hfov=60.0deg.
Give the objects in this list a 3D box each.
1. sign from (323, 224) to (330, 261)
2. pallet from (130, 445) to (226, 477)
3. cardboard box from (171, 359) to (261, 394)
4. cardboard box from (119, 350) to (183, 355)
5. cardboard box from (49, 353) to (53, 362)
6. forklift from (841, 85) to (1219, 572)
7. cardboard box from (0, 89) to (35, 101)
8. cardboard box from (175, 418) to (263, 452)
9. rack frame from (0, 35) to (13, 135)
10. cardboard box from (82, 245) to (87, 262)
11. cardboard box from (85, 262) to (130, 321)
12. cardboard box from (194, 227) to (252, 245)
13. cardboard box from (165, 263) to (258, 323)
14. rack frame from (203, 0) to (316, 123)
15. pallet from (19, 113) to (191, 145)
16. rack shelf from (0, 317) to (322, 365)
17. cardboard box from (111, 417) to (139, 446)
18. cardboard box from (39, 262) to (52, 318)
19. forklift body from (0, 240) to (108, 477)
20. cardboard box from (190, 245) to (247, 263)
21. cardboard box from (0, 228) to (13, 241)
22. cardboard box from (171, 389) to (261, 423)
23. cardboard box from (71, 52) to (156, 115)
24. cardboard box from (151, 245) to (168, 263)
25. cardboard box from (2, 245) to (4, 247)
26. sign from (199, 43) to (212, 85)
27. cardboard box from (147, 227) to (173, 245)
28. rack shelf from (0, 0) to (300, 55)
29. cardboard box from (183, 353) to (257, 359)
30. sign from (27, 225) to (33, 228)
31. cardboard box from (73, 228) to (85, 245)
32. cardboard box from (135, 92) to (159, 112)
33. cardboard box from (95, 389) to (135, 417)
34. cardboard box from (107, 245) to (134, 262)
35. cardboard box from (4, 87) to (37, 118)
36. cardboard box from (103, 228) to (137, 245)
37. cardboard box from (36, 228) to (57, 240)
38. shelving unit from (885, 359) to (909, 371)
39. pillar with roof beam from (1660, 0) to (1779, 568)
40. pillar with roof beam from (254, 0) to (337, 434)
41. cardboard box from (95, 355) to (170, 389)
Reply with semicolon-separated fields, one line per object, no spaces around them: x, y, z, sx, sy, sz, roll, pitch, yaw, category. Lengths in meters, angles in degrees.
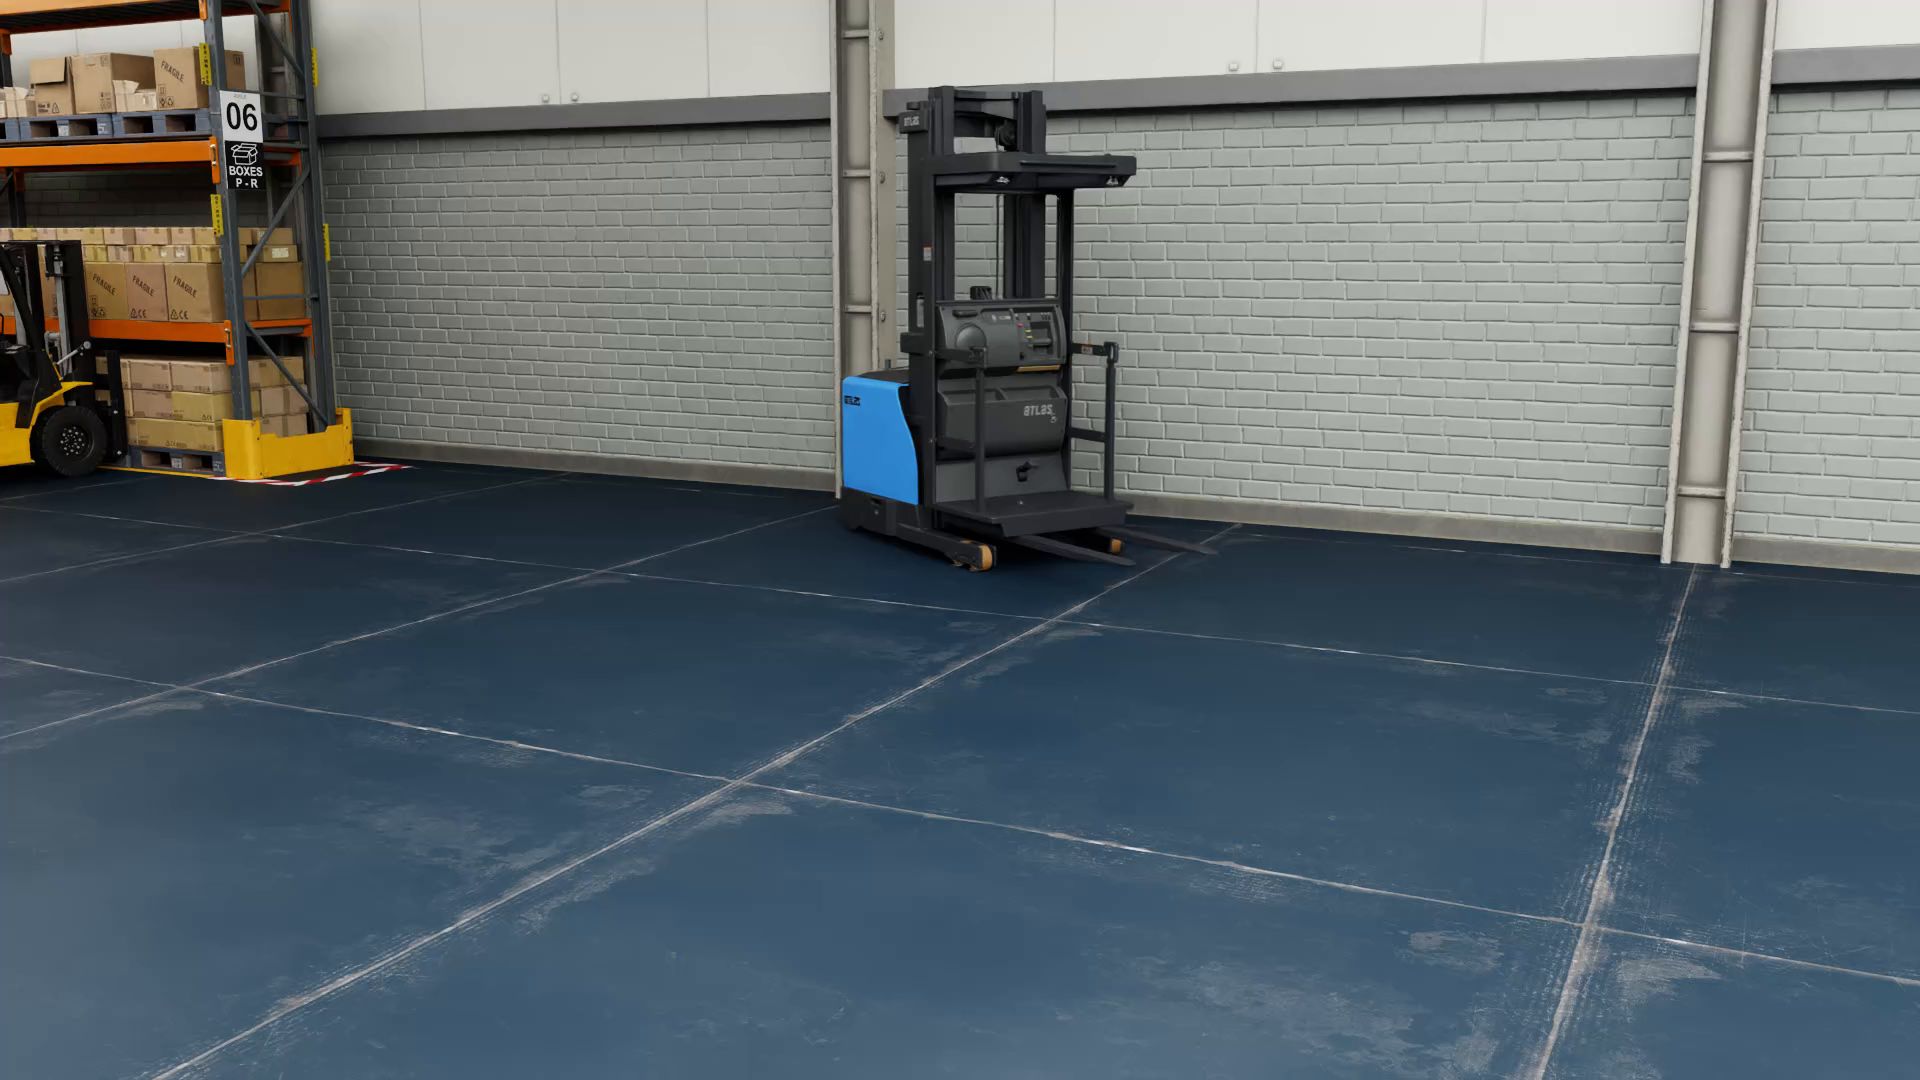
-5.639;-2.643;14.757;0.005;0.325;0.100;5;11;26;sign
-6.594;-0.771;14.898;1.213;0.211;1.003;5;11;26;pallet
-6.441;-1.422;14.397;0.500;0.250;0.500;5;12;28;cardboard box
-7.587;-1.625;15.519;0.500;0.250;0.500;5;11;25;cardboard box
-8.277;-1.583;15.288;0.500;0.250;0.500;5;12;28;cardboard box
0.393;-1.343;10.422;1.130;2.935;3.031;-7;12;-32;forklift
-8.839;-3.988;15.212;0.500;0.311;0.500;5;12;27;cardboard box
-6.451;-0.930;14.487;0.500;0.250;0.500;5;11;26;cardboard box
-9.477;-5.357;15.561;0.127;3.000;1.000;5;11;26;rack frame
-7.670;-2.572;14.916;0.250;0.149;0.380;5;11;25;cardboard box
-7.368;-2.218;14.784;0.500;0.500;0.500;5;11;25;cardboard box
-6.304;-2.599;14.230;0.250;0.149;0.380;5;11;26;cardboard box
-6.447;-2.136;14.327;0.500;0.500;0.500;5;11;25;cardboard box
-5.890;-5.042;13.819;0.127;3.000;1.000;5;11;26;rack frame
-7.611;-3.678;14.955;1.213;0.211;1.003;5;11;26;pallet
-7.683;-1.893;15.288;4.000;0.370;1.077;5;11;26;rack shelf
-7.337;-1.011;14.937;0.500;0.250;0.500;5;11;26;cardboard box
-8.266;-2.299;15.231;0.500;0.500;0.500;5;11;25;cardboard box
-8.398;-1.530;13.645;1.214;2.155;2.313;5;11;26;forklift body
-6.325;-2.441;14.191;0.250;0.149;0.380;5;11;27;cardboard box
-8.630;-2.786;15.261;0.250;0.149;0.380;5;12;27;cardboard box
-6.465;-1.178;14.453;0.500;0.250;0.500;5;11;25;cardboard box
-7.269;-3.963;14.543;0.500;0.500;0.700;5;11;26;cardboard box
-6.773;-2.486;14.443;0.250;0.149;0.380;5;12;27;cardboard box
-8.640;-2.639;15.284;0.250;0.149;0.380;5;12;27;cardboard box
-6.142;-3.877;13.542;0.005;0.325;0.100;5;11;26;sign
-6.786;-2.630;14.400;0.250;0.149;0.380;5;12;27;cardboard box
-7.683;-4.648;14.790;4.000;0.370;1.077;5;11;26;rack shelf
-6.687;-1.542;15.063;0.500;0.250;0.500;5;11;26;cardboard box
-9.233;-2.959;16.501;0.005;0.325;0.100;5;11;26;sign
-7.683;-2.719;14.893;0.250;0.149;0.380;5;11;27;cardboard box
-6.767;-3.715;14.155;0.250;0.149;0.380;5;11;24;cardboard box
-7.382;-1.256;14.887;0.500;0.250;0.500;5;11;25;cardboard box
-7.250;-2.521;14.635;0.250;0.149;0.380;5;11;24;cardboard box
-8.280;-3.905;14.879;0.258;0.266;0.396;5;11;24;cardboard box
-7.259;-2.664;14.590;0.250;0.149;0.380;5;12;27;cardboard box
-8.132;-2.758;15.110;0.250;0.149;0.380;5;11;26;cardboard box
0.022;-0.787;12.421;1.048;1.125;0.538;5;11;25;shelving unit
2.741;-3.607;5.894;0.400;9.000;9.100;5;11;26;pillar with roof beam
-8.020;-4.553;11.119;0.400;9.000;9.100;5;11;26;pillar with roof beam
-7.358;-1.499;14.825;0.500;0.250;0.500;5;11;27;cardboard box
